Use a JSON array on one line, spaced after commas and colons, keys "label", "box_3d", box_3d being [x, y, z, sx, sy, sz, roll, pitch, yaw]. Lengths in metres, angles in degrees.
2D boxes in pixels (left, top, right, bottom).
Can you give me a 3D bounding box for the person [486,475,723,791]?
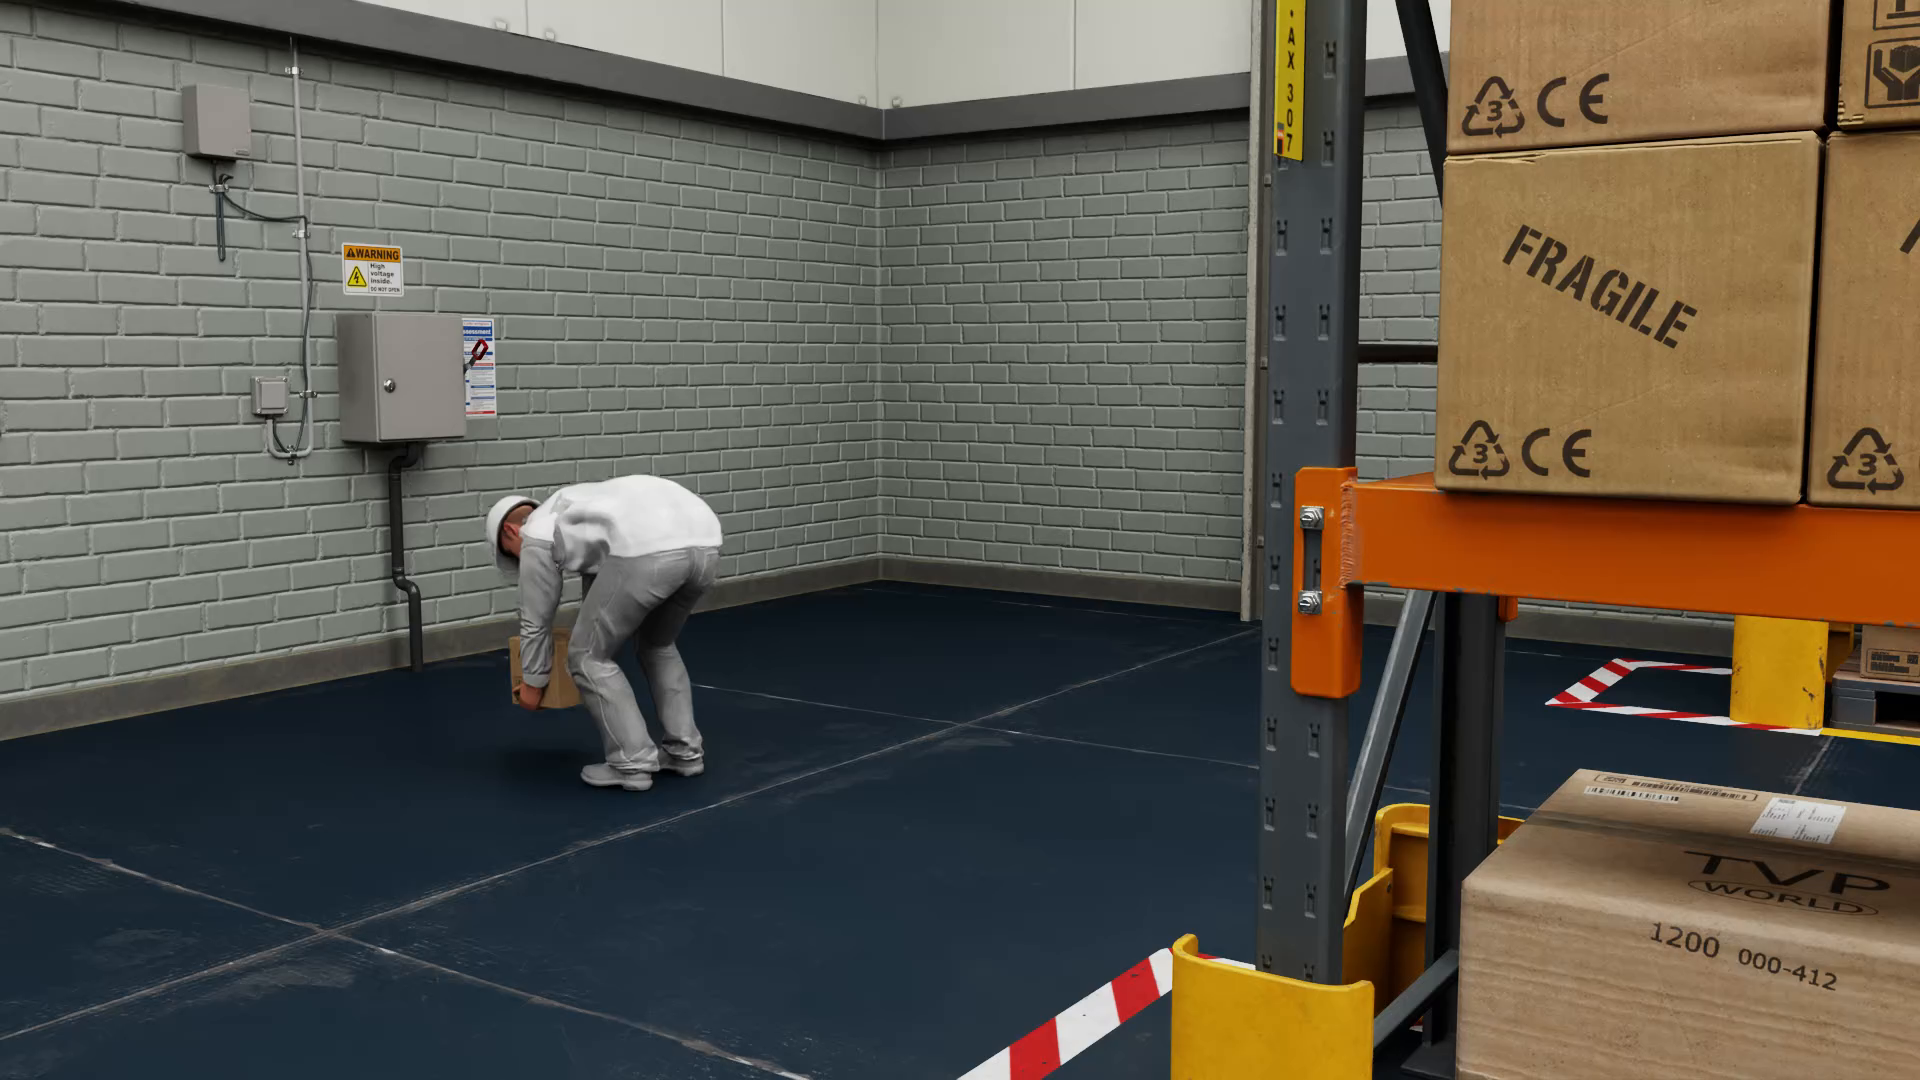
[{"label": "person", "box_3d": [-1.328, 0.302, 6.037, 1.013, 1.089, 0.481, 4, 7, 31]}]
